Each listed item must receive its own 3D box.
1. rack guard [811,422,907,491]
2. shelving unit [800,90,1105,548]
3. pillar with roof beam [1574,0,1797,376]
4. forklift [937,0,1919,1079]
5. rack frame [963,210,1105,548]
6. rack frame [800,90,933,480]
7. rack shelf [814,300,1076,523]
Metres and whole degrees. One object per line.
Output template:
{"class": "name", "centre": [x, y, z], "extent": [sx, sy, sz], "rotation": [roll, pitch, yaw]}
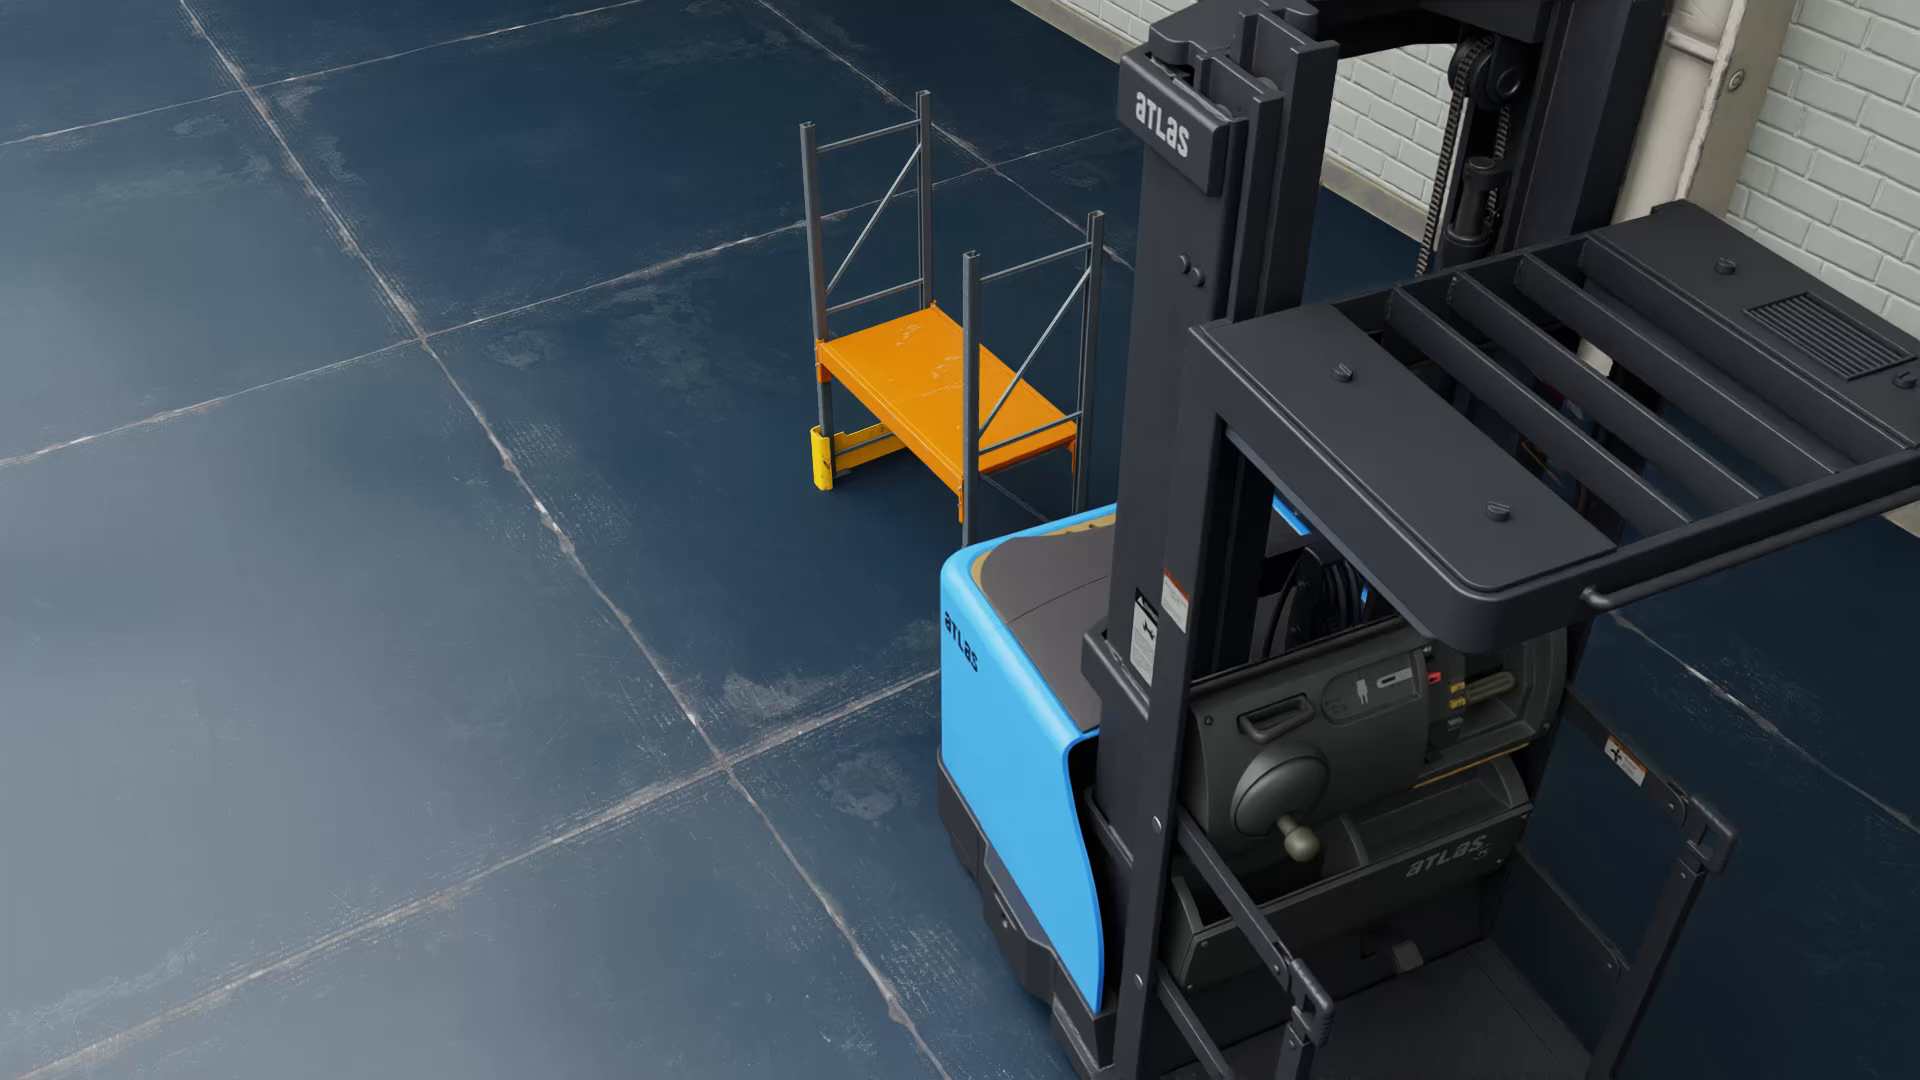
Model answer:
{"class": "rack guard", "centre": [-0.309, -0.406, 6.542], "extent": [0.587, 0.250, 0.087], "rotation": [-22, 45, -24]}
{"class": "shelving unit", "centre": [-0.041, -0.617, 5.819], "extent": [0.587, 1.500, 1.083], "rotation": [-22, 45, -24]}
{"class": "pillar with roof beam", "centre": [-0.859, -2.685, 2.443], "extent": [9.100, 9.000, 0.400], "rotation": [-22, 45, -24]}
{"class": "forklift", "centre": [1.002, 0.466, 3.402], "extent": [1.130, 2.935, 3.031], "rotation": [-16, 43, -19]}
{"class": "rack frame", "centre": [0.227, -0.348, 5.496], "extent": [0.500, 1.500, 0.032], "rotation": [-22, 45, -24]}
{"class": "rack frame", "centre": [-0.319, -0.897, 6.154], "extent": [0.500, 1.500, 0.032], "rotation": [-22, 45, -24]}
{"class": "rack shelf", "centre": [-0.046, -0.484, 5.940], "extent": [0.538, 0.185, 1.000], "rotation": [-22, 45, -24]}
